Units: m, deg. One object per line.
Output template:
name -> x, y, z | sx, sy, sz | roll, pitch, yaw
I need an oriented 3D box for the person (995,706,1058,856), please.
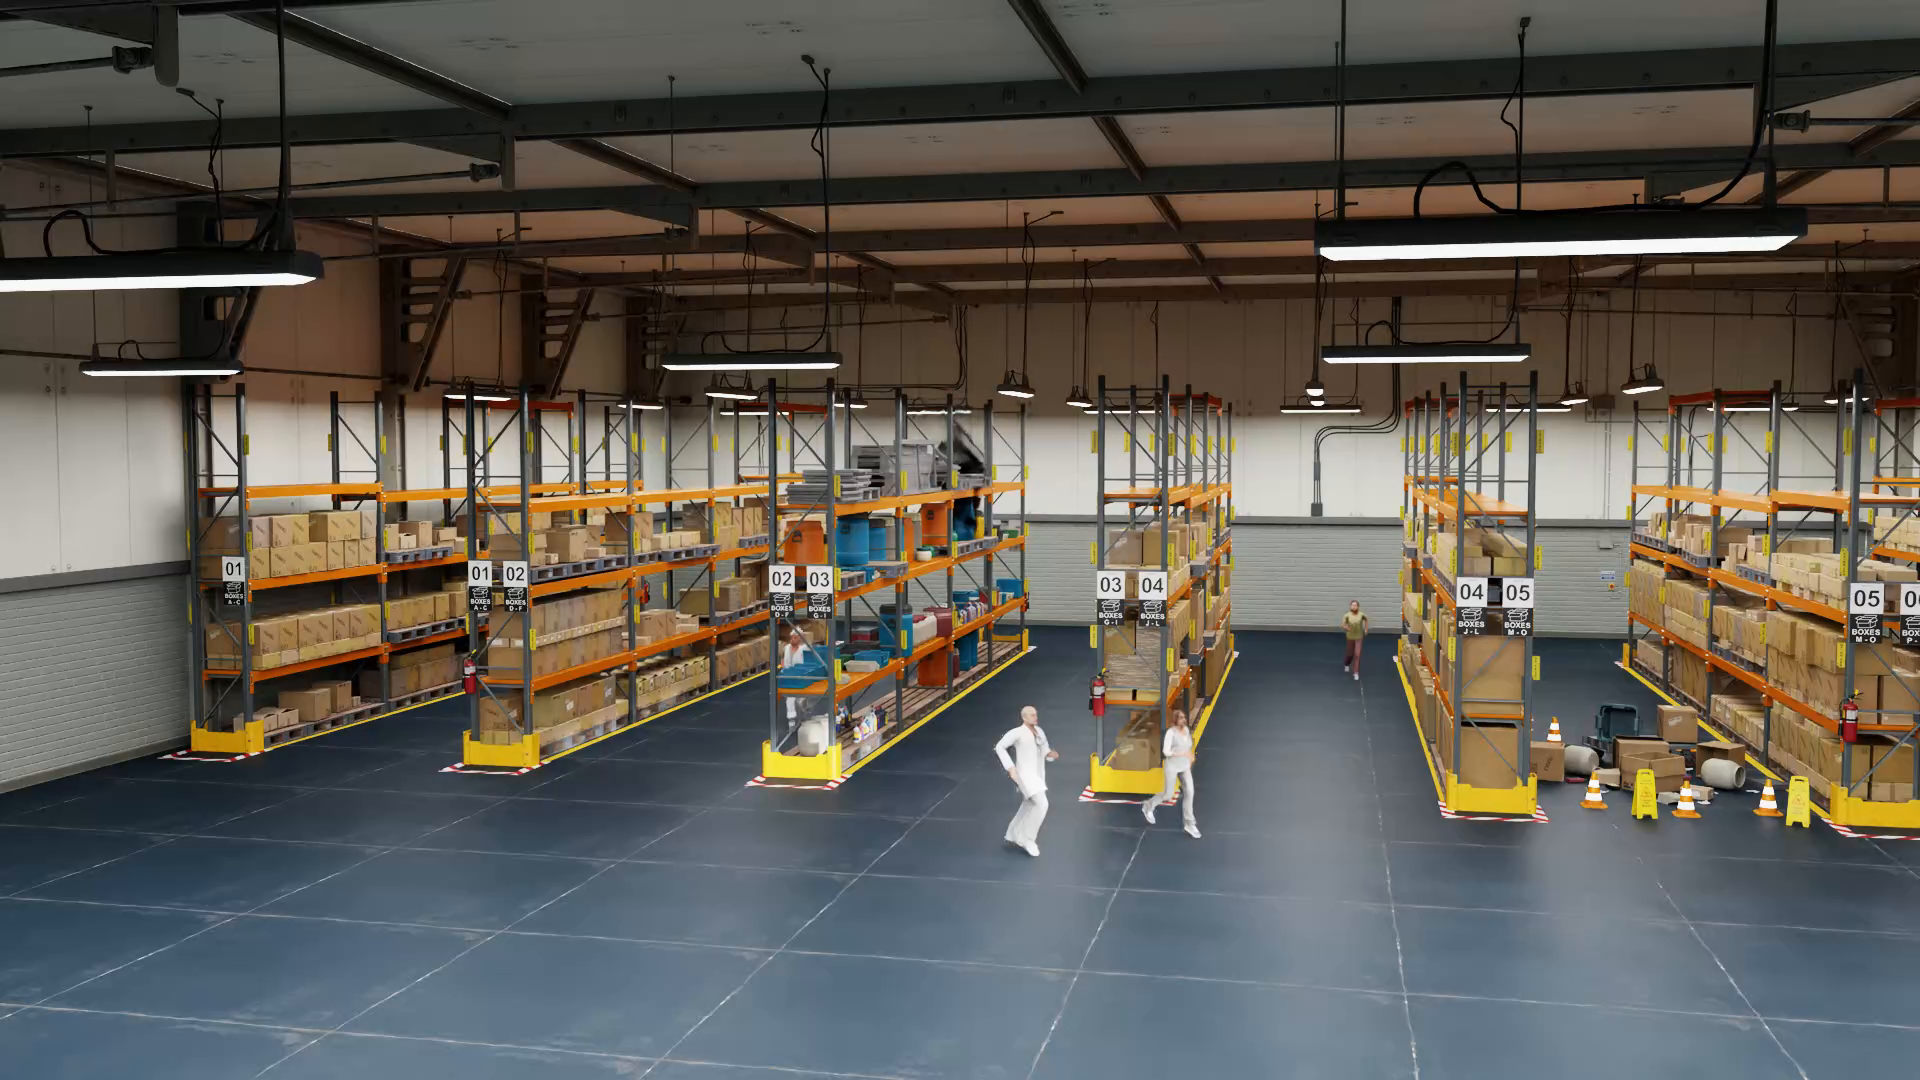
person -> 0.862, 2.952, 20.416 | 0.798, 1.823, 0.671 | 2, 4, 35

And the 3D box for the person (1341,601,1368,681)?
person -> 8.476, 2.128, 35.725 | 0.587, 1.675, 0.956 | 1, 3, 10

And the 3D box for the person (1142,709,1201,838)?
person -> 2.764, 2.974, 21.462 | 0.550, 1.613, 0.887 | -2, 4, -37

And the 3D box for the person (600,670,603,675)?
person -> -7.310, 2.291, 33.336 | 0.608, 1.615, 0.529 | 1, 3, 15

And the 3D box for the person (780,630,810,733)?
person -> -2.856, 2.444, 29.032 | 0.660, 1.769, 0.907 | 1, 3, 13
